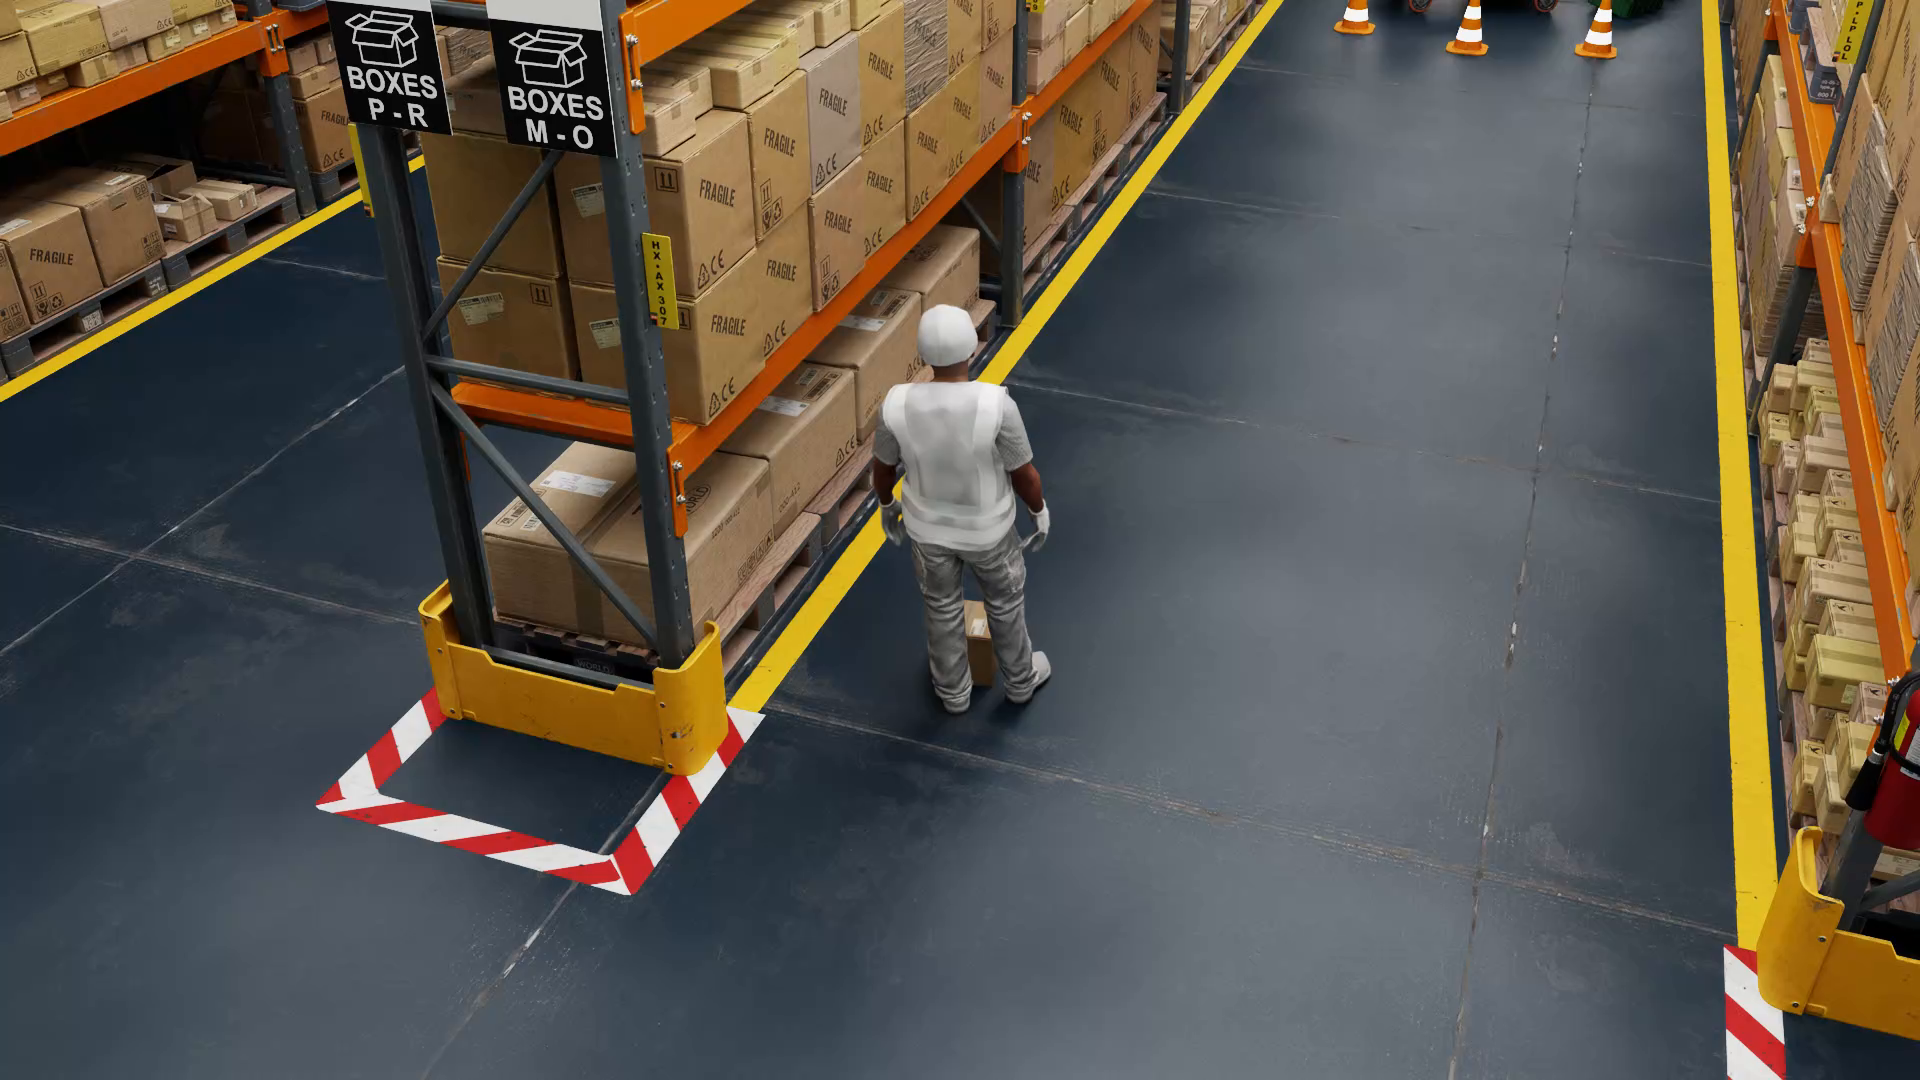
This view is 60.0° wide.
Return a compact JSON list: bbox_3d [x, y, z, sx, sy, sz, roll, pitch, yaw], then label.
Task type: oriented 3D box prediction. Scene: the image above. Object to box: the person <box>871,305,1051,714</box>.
[{"bbox_3d":[0.021,-0.117,6.285,0.655,1.782,0.577,7,34,11],"label":"person"}]
